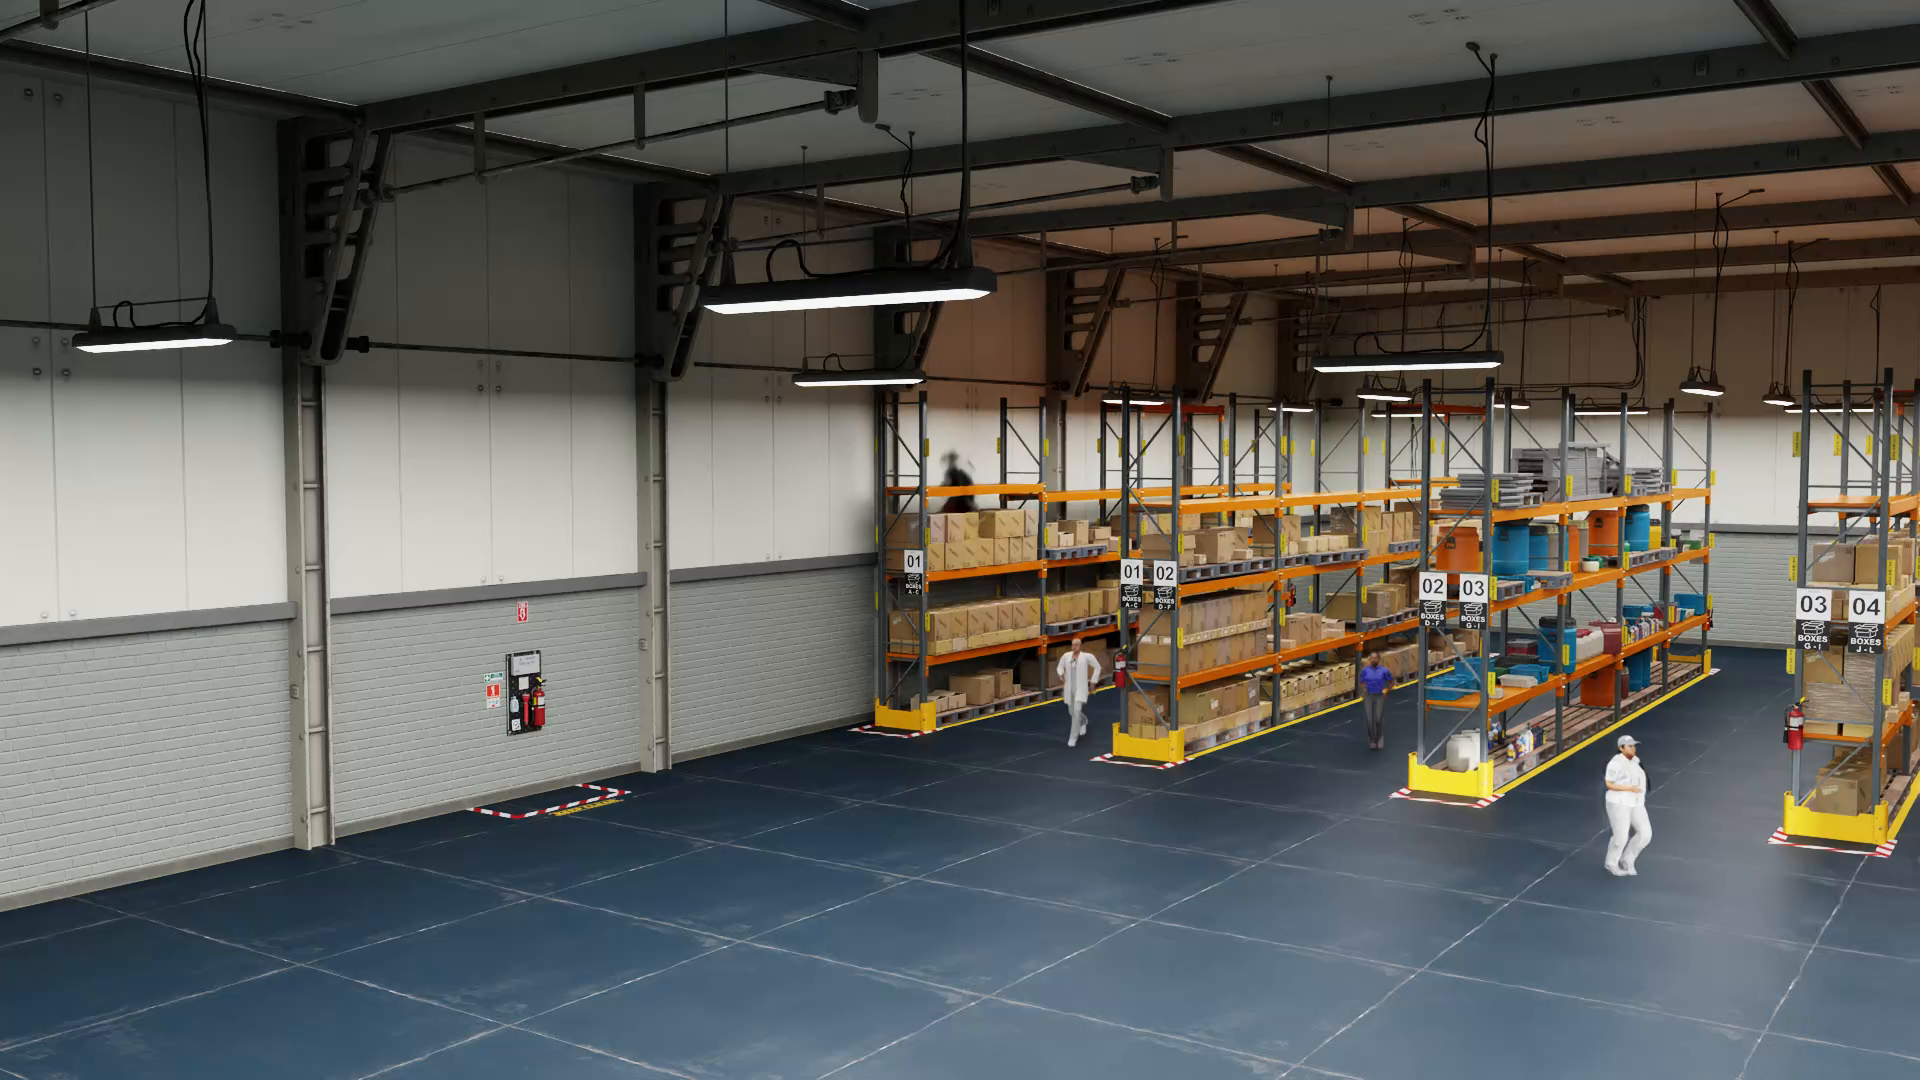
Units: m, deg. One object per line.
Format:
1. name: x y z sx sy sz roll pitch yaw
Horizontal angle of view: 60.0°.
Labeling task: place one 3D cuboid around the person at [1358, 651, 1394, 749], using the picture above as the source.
1. person: 6.846 2.658 27.466 0.563 1.618 0.572 1 3 23

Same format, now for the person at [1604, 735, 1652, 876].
1. person: 7.812 3.127 19.420 0.598 1.693 0.581 -1 3 -24

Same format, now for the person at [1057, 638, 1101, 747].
1. person: 1.994 2.559 28.291 0.747 1.788 0.966 2 4 26
